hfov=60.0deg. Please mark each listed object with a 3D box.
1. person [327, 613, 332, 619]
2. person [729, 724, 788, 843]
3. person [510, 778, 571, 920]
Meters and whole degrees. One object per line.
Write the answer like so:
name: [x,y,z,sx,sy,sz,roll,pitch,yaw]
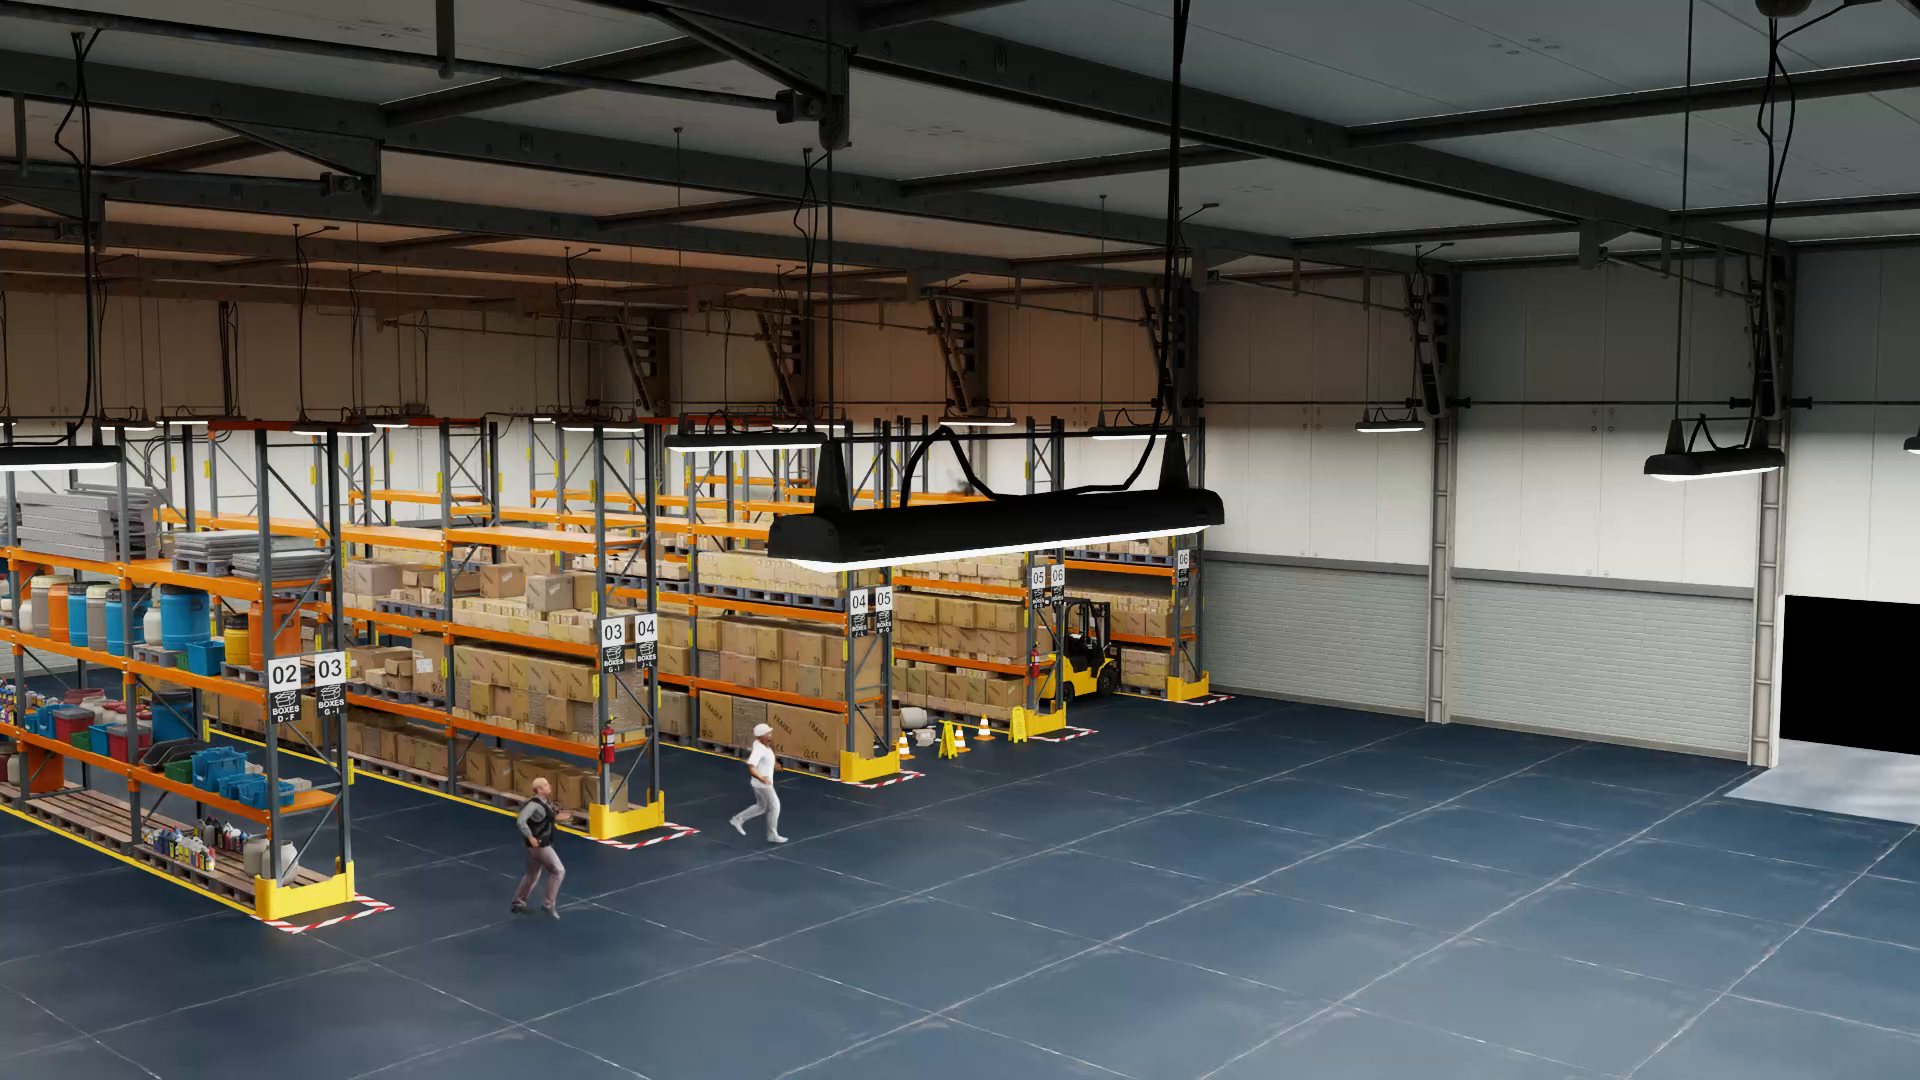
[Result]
person: [-13.934,2.430,36.657,0.749,1.741,0.666,-3,6,-34]
person: [-2.878,3.491,23.778,0.836,1.758,0.711,-1,5,-10]
person: [-5.157,3.830,20.427,0.758,1.710,0.626,-1,5,-16]
